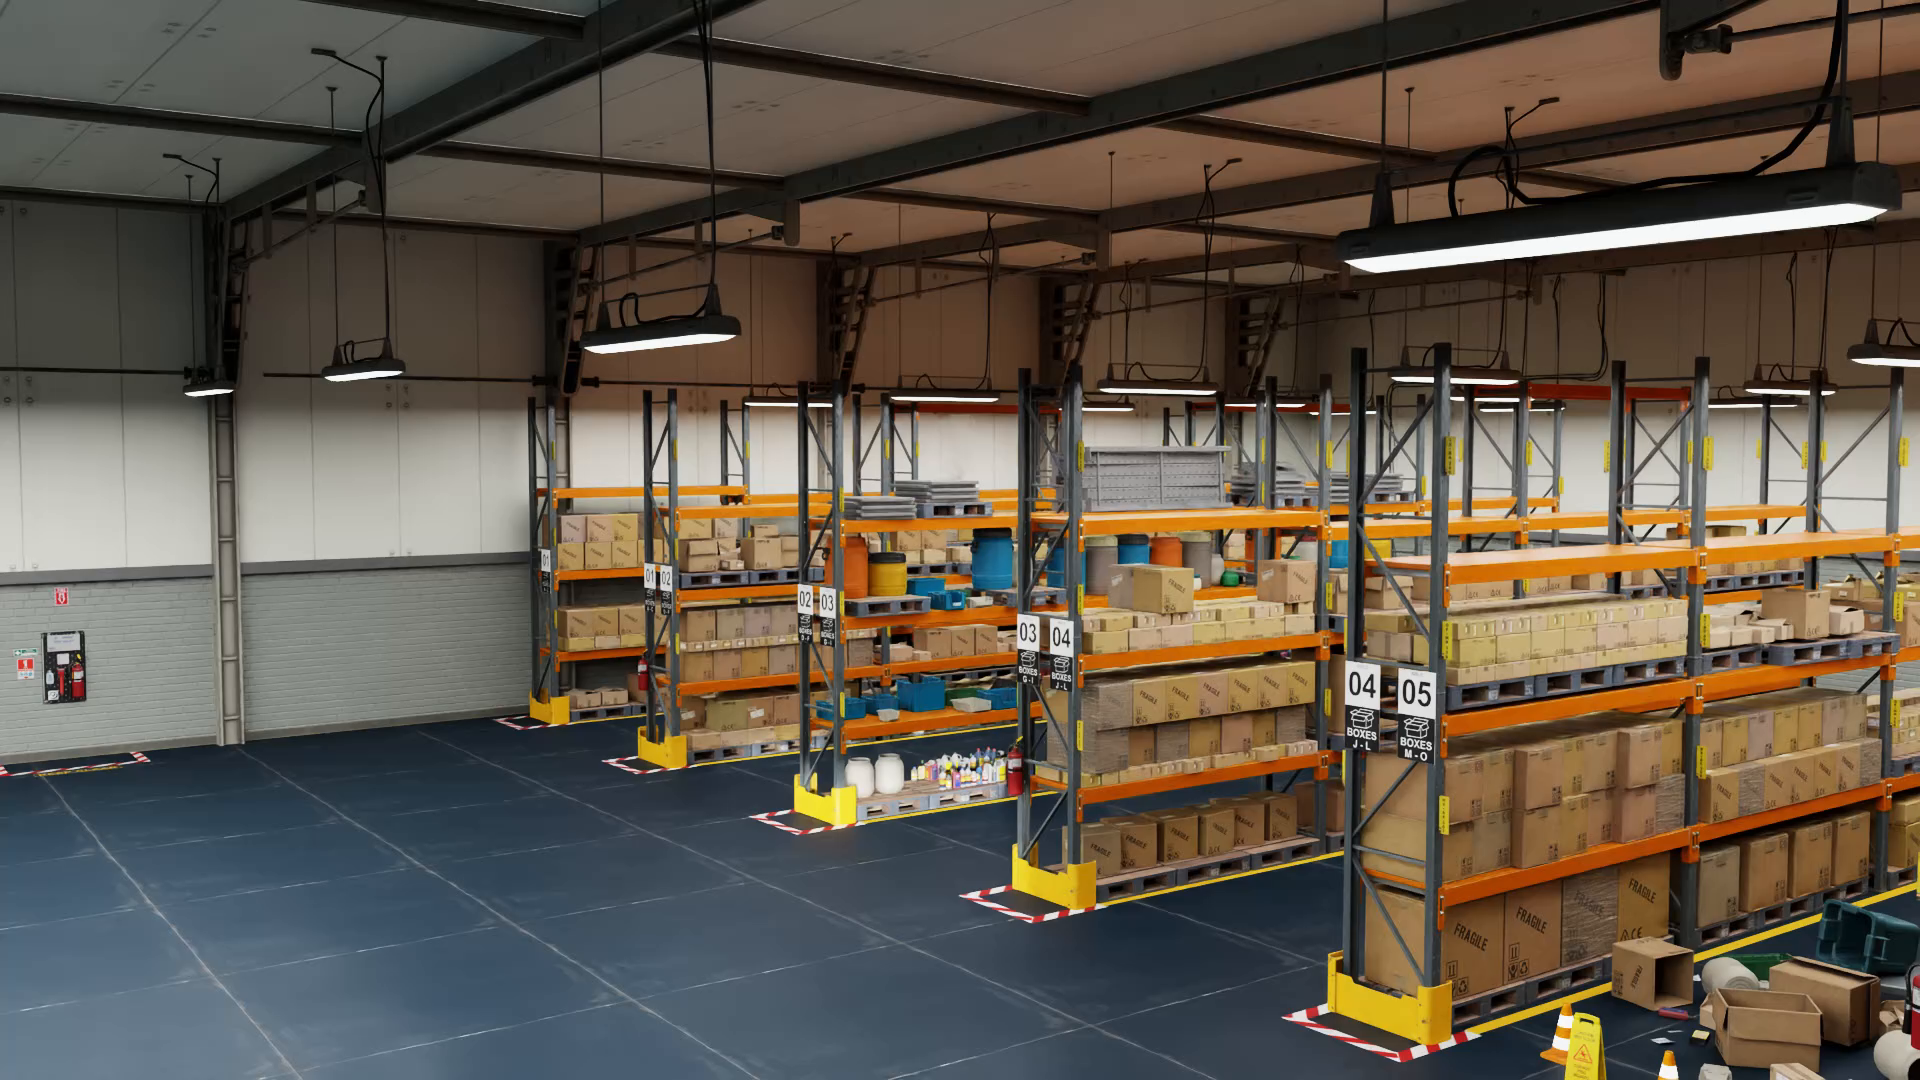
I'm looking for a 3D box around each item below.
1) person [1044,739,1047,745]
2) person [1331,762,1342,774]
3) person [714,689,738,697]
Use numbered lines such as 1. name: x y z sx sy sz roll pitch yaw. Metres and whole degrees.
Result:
1. person: 1.805 2.621 28.570 0.922 1.717 0.613 -3 5 -44
2. person: 5.411 2.868 24.248 0.845 1.827 0.702 -3 5 -42
3. person: -4.206 2.689 29.135 0.652 1.524 0.515 -2 4 -33
